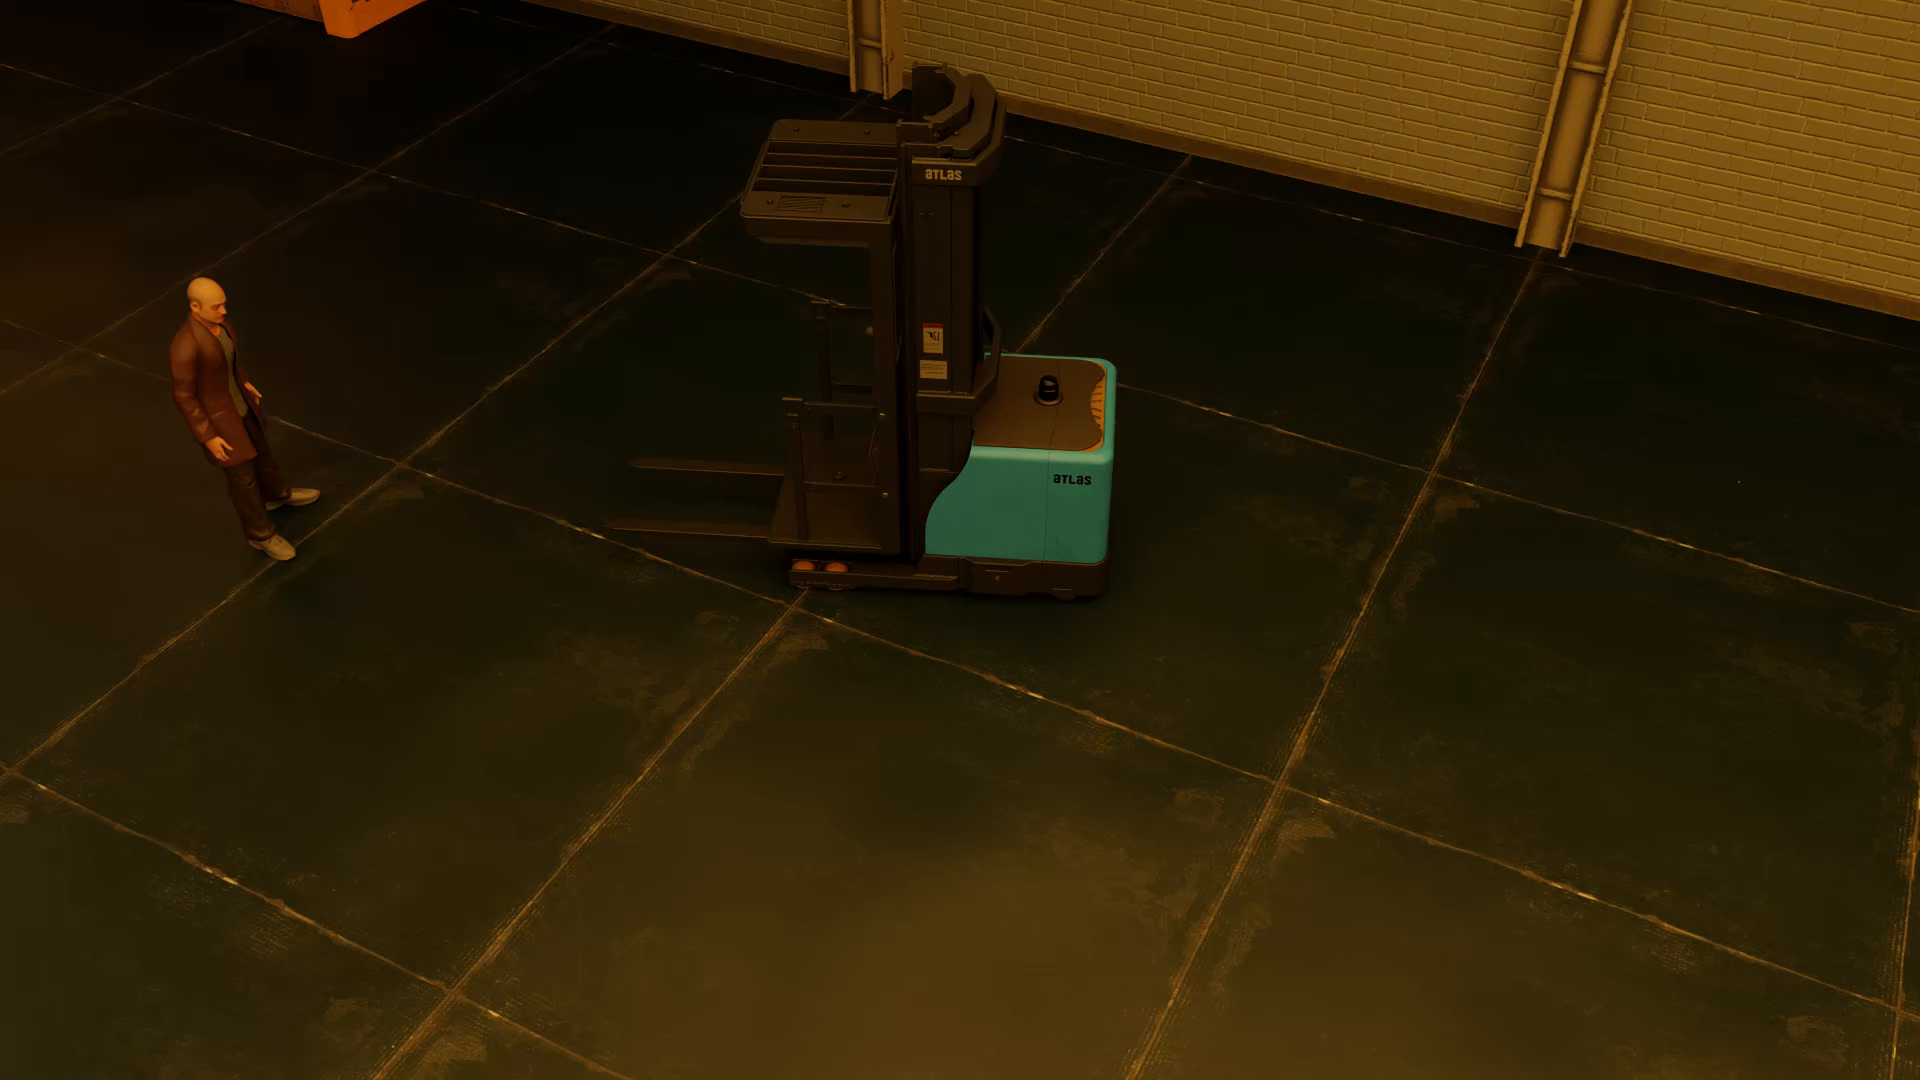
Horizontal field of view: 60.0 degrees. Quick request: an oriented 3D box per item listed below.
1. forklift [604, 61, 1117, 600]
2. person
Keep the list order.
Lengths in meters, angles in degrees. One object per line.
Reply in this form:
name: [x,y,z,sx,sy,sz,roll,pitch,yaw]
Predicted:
forklift: [-0.606,-1.157,9.360,3.031,2.935,1.130,3,40,4]
person: [-4.256,-0.740,9.762,0.456,1.782,0.718,1,40,2]
